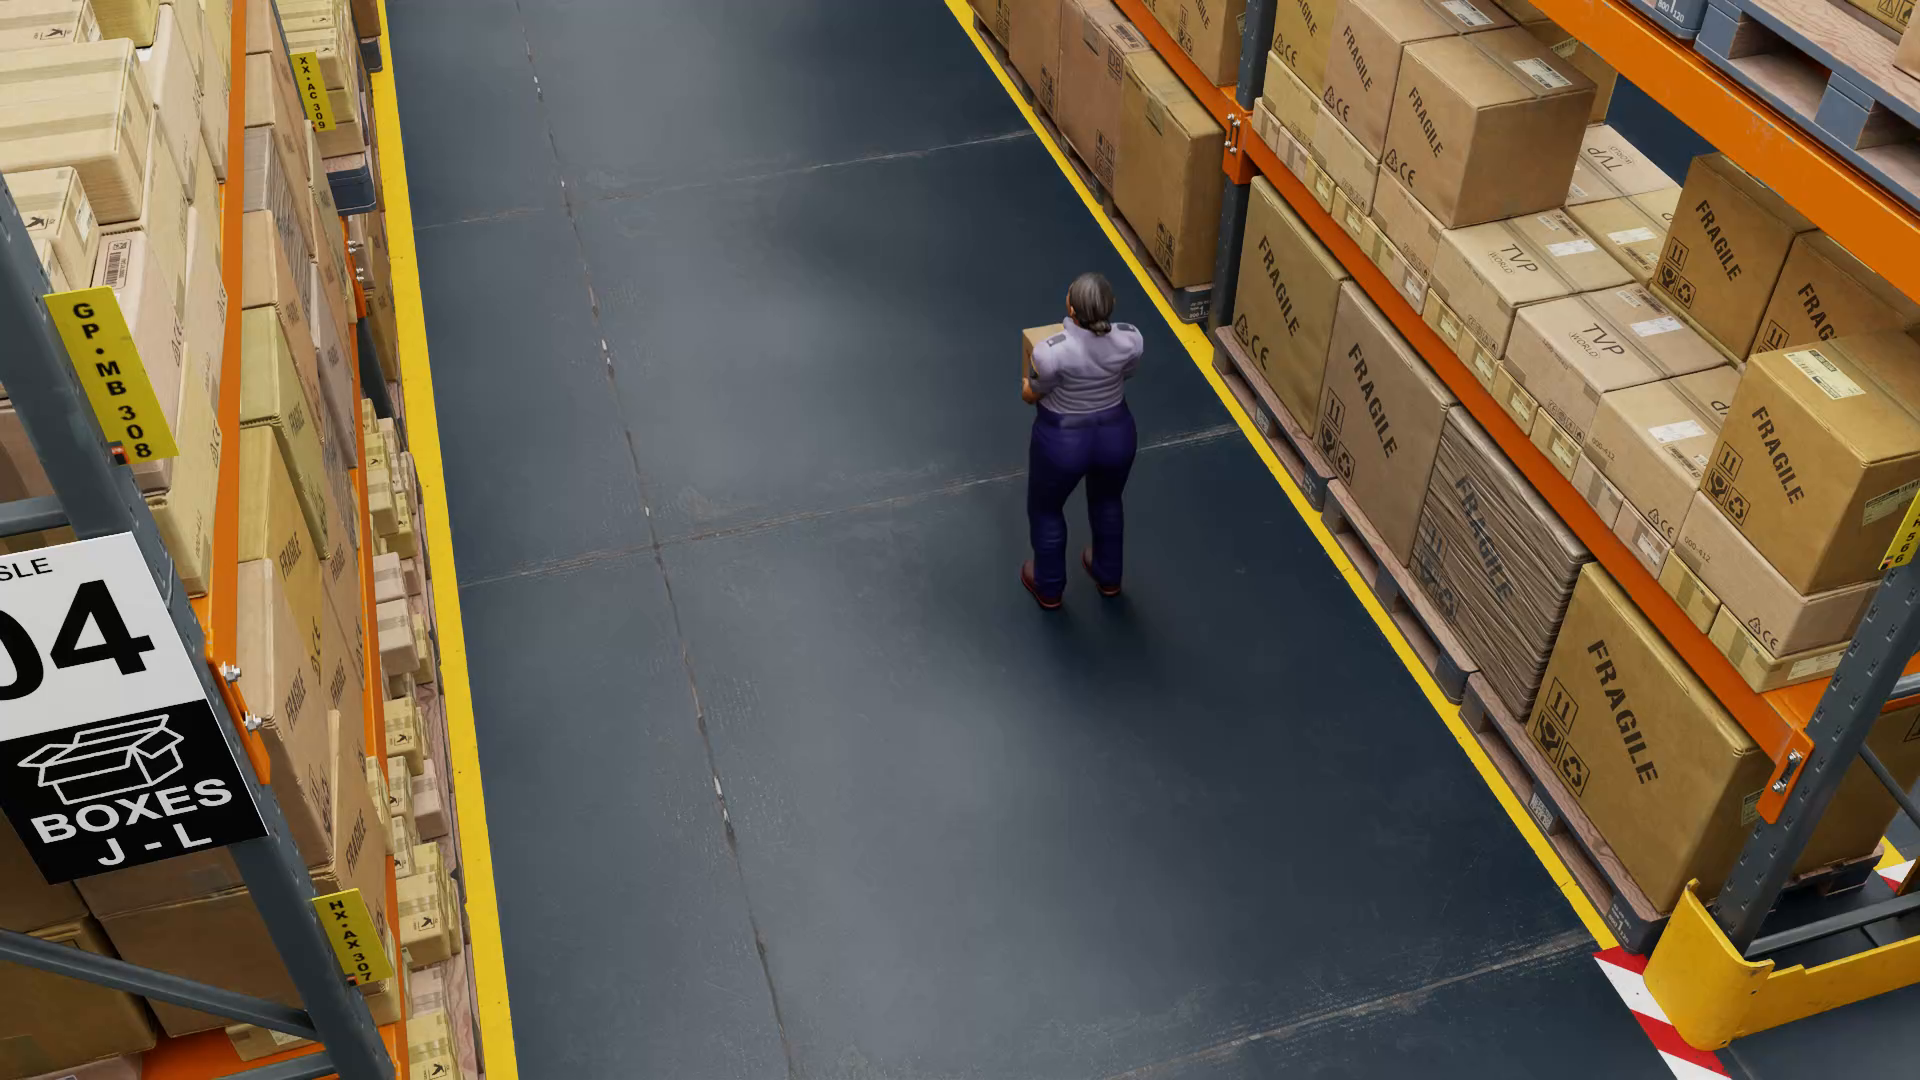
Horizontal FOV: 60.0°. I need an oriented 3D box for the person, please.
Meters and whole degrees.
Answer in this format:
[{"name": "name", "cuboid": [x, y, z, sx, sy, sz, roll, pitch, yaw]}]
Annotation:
[{"name": "person", "cuboid": [0.473, -0.409, 6.612, 0.564, 1.652, 0.364, -14, 44, -15]}]
